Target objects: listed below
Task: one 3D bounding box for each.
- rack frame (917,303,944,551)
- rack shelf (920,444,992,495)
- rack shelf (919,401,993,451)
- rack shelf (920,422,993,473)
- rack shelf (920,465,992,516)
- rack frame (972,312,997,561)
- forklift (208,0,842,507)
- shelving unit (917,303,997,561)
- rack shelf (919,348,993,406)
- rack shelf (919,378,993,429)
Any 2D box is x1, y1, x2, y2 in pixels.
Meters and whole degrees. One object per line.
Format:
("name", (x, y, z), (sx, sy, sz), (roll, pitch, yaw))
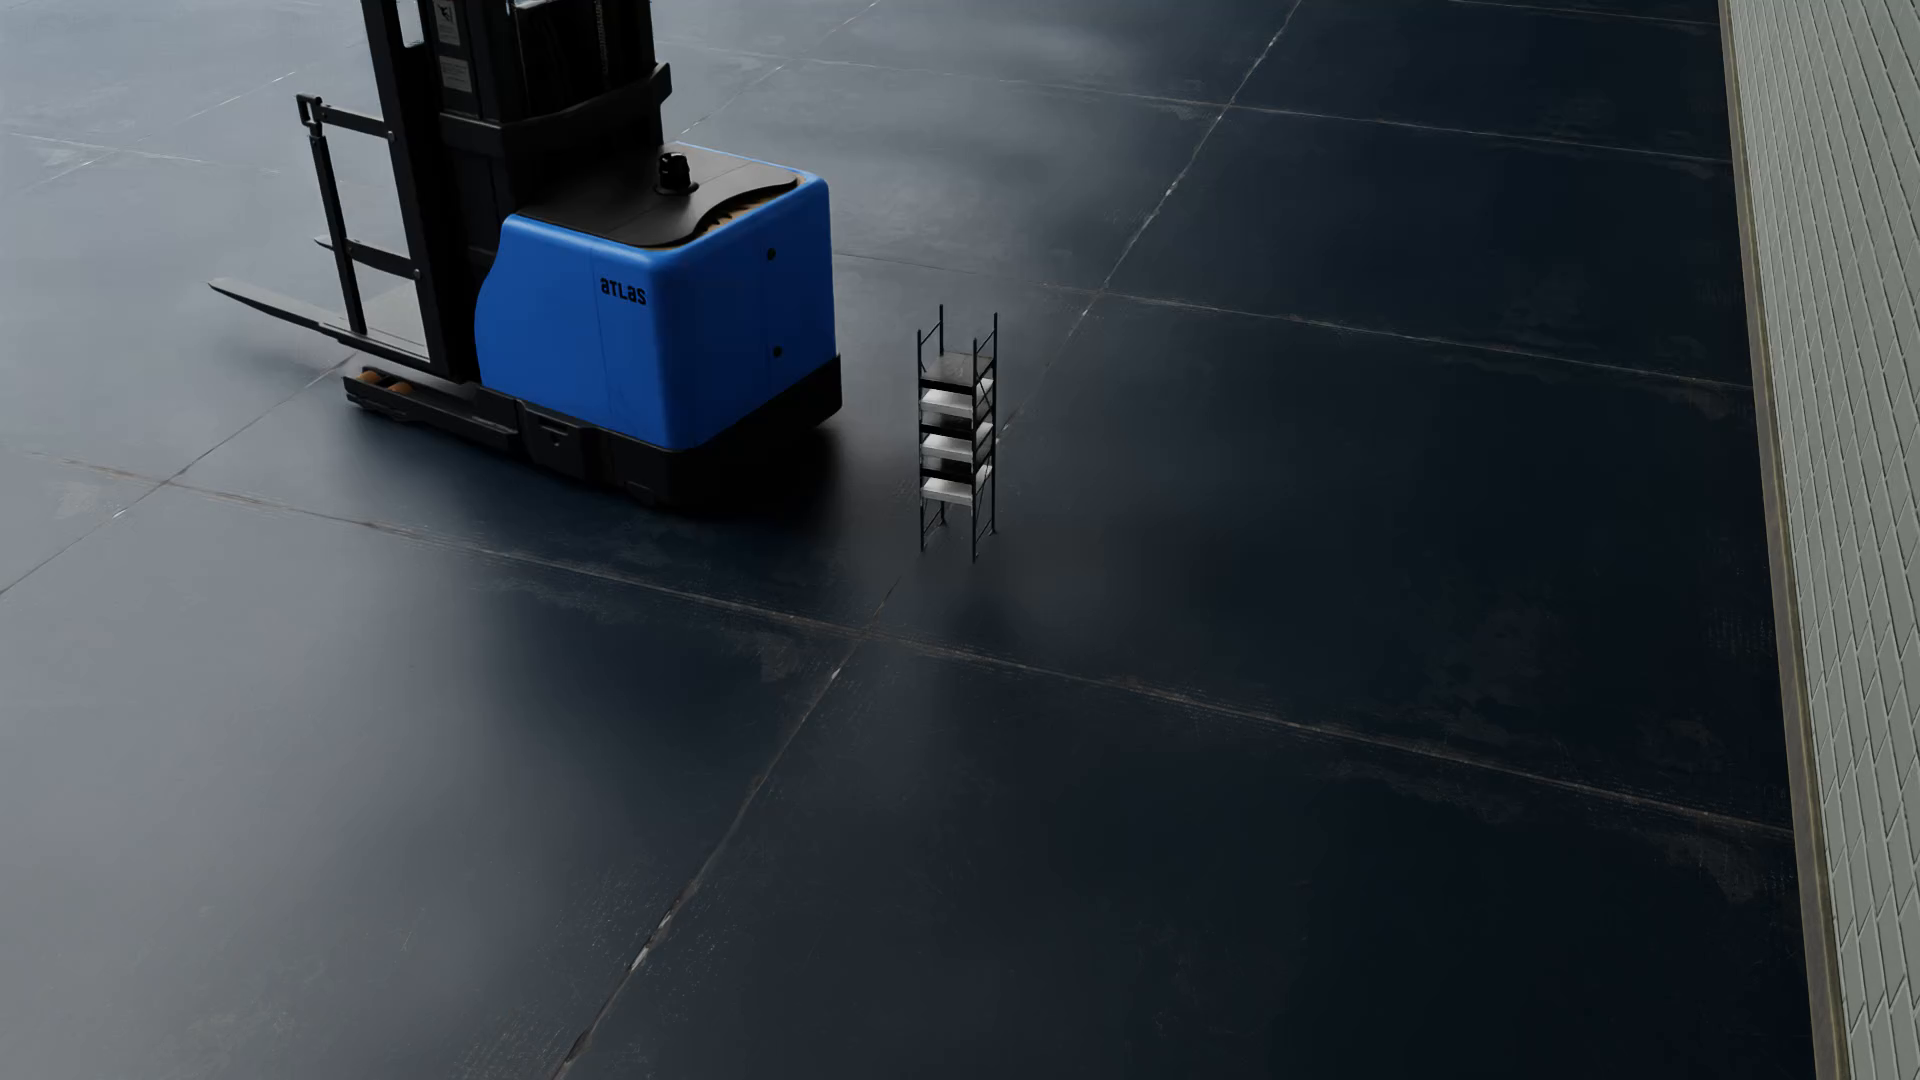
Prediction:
("rack frame", (-0.103, -0.398, 6.037), (0.006, 0.900, 0.240), (11, 34, 16))
("rack shelf", (-0.008, -0.276, 6.075), (0.200, 0.077, 0.258), (11, 34, 16))
("rack shelf", (-0.008, -0.427, 5.977), (0.200, 0.077, 0.258), (11, 34, 16))
("rack shelf", (-0.008, -0.352, 6.026), (0.200, 0.077, 0.258), (11, 34, 16))
("rack shelf", (-0.008, -0.200, 6.124), (0.200, 0.077, 0.258), (11, 34, 16))
("rack frame", (0.088, -0.361, 5.979), (0.006, 0.900, 0.240), (11, 34, 16))
("forklift", (-2.018, -1.950, 6.568), (3.031, 2.935, 1.130), (19, 37, 26))
("shelving unit", (-0.008, -0.380, 6.008), (0.210, 0.900, 0.258), (11, 34, 16))
("rack shelf", (-0.008, -0.578, 5.880), (0.200, 0.077, 0.258), (11, 34, 16))
("rack shelf", (-0.008, -0.503, 5.929), (0.200, 0.077, 0.258), (11, 34, 16))
